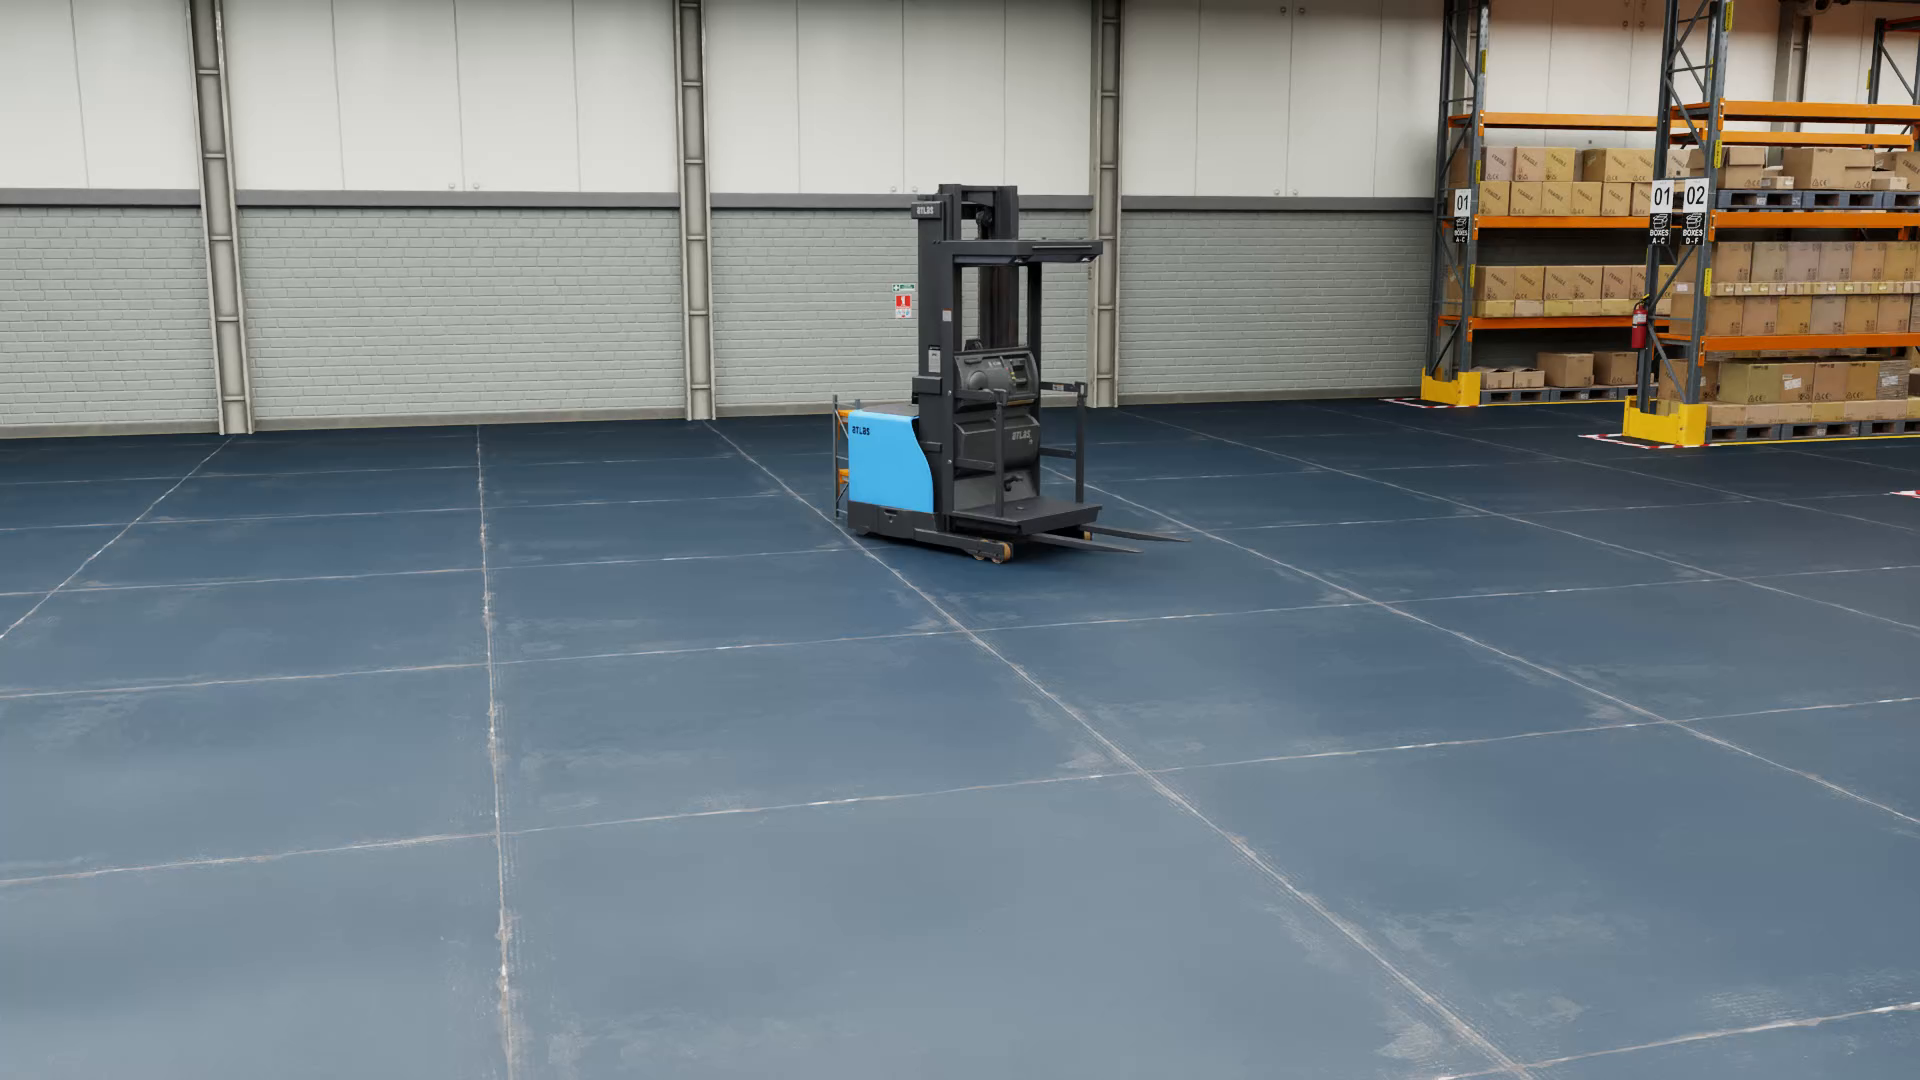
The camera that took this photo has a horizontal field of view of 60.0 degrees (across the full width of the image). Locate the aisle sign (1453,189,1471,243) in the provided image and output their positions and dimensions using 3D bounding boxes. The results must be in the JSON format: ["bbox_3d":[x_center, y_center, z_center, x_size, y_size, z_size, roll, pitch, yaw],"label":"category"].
[{"bbox_3d":[7.472,-4.819,24.756,0.004,0.787,0.394,-3,11,-16],"label":"aisle sign"}]

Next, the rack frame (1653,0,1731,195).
[{"bbox_3d":[8.845,-5.685,20.075,0.127,3.000,1.000,-3,11,-16],"label":"rack frame"}]

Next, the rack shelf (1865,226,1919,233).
[{"bbox_3d":[17.059,-5.223,27.837,4.000,0.370,1.077,-3,11,-16],"label":"rack shelf"}]

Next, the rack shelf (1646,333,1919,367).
[{"bbox_3d":[10.766,-2.482,21.233,4.000,0.370,1.077,-3,11,-16],"label":"rack shelf"}]

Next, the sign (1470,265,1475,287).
[{"bbox_3d":[7.609,-3.927,24.704,0.005,0.325,0.100,-3,11,-16],"label":"sign"}]

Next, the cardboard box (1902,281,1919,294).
[{"bbox_3d":[11.996,-3.229,21.232,0.250,0.149,0.380,-3,11,-18],"label":"cardboard box"}]

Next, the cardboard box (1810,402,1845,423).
[{"bbox_3d":[10.863,-1.653,21.177,0.500,0.250,0.500,-3,11,-16],"label":"cardboard box"}]

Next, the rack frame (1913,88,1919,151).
[{"bbox_3d":[12.686,-5.888,21.174,0.127,3.000,1.000,-3,11,-16],"label":"rack frame"}]

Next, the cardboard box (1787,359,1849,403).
[{"bbox_3d":[10.863,-2.022,21.108,0.500,0.500,0.500,-3,11,-16],"label":"cardboard box"}]

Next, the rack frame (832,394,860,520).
[{"bbox_3d":[-1.009,-0.718,14.839,0.032,1.125,0.500,-6,12,-30],"label":"rack frame"}]

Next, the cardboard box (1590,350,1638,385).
[{"bbox_3d":[10.312,-2.726,26.257,0.500,0.500,0.500,-4,11,-20],"label":"cardboard box"}]

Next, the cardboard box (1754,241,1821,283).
[{"bbox_3d":[10.335,-3.499,20.911,0.500,0.500,0.700,-3,11,-16],"label":"cardboard box"}]

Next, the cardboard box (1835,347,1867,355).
[{"bbox_3d":[14.462,-2.942,27.433,0.500,0.500,0.700,-3,11,-15],"label":"cardboard box"}]

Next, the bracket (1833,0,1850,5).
[{"bbox_3d":[14.146,-8.765,26.863,0.430,0.232,0.235,-3,11,-16],"label":"bracket"}]

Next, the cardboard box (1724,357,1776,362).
[{"bbox_3d":[10.233,-2.090,21.478,0.500,0.500,0.500,-3,11,-16],"label":"cardboard box"}]

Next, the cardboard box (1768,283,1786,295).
[{"bbox_3d":[10.018,-3.124,20.664,0.250,0.149,0.380,-3,11,-17],"label":"cardboard box"}]

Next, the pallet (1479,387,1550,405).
[{"bbox_3d":[8.320,-2.263,25.758,1.213,0.211,1.003,-3,11,-16],"label":"pallet"}]

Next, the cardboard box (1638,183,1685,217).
[{"bbox_3d":[10.879,-5.264,25.739,0.500,0.500,0.500,-3,11,-14],"label":"cardboard box"}]

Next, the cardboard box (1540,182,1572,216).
[{"bbox_3d":[8.871,-5.152,25.128,0.500,0.500,0.500,-2,11,-13],"label":"cardboard box"}]

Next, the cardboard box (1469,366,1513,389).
[{"bbox_3d":[8.147,-2.509,25.603,0.500,0.311,0.500,-4,11,-22],"label":"cardboard box"}]

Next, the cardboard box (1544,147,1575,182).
[{"bbox_3d":[8.880,-5.644,25.040,0.500,0.500,0.500,-3,11,-14],"label":"cardboard box"}]

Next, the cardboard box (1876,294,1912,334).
[{"bbox_3d":[11.757,-2.935,21.429,0.500,0.500,0.700,-3,11,-17],"label":"cardboard box"}]

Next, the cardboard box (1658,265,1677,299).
[{"bbox_3d":[10.930,-4.026,25.916,0.500,0.500,0.500,-3,11,-16],"label":"cardboard box"}]

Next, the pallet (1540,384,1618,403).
[{"bbox_3d":[9.489,-2.324,26.090,1.213,0.211,1.003,-3,11,-16],"label":"pallet"}]

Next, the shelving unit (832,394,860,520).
[{"bbox_3d":[-0.569,-0.764,15.090,1.048,1.125,0.538,-6,12,-30],"label":"shelving unit"}]

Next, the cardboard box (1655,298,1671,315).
[{"bbox_3d":[10.928,-3.658,25.989,0.500,0.250,0.500,-3,11,-16],"label":"cardboard box"}]

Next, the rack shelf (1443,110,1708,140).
[{"bbox_3d":[9.377,-6.292,25.366,4.000,0.370,1.077,-3,11,-16],"label":"rack shelf"}]

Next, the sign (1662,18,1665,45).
[{"bbox_3d":[8.707,-6.279,20.499,0.005,0.325,0.100,-3,11,-16],"label":"sign"}]

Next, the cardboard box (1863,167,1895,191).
[{"bbox_3d":[11.610,-4.637,21.365,0.500,0.311,0.500,-4,11,-19],"label":"cardboard box"}]

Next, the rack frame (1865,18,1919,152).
[{"bbox_3d":[15.138,-6.951,26.950,0.127,3.000,1.000,-3,11,-16],"label":"rack frame"}]

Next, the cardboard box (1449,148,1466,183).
[{"bbox_3d":[7.798,-5.689,25.287,0.500,0.500,0.500,-3,11,-13],"label":"cardboard box"}]

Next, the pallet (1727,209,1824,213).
[{"bbox_3d":[12.915,-5.247,26.497,1.003,0.211,1.213,-3,11,-16],"label":"pallet"}]

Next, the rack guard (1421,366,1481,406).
[{"bbox_3d":[7.530,-2.370,25.542,0.348,0.500,1.175,-3,11,-16],"label":"rack guard"}]

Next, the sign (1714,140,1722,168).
[{"bbox_3d":[8.995,-4.582,19.734,0.005,0.325,0.100,-3,11,-16],"label":"sign"}]

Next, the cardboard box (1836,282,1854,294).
[{"bbox_3d":[11.011,-3.177,20.949,0.250,0.149,0.380,-3,11,-14],"label":"cardboard box"}]

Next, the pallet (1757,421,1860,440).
[{"bbox_3d":[10.737,-1.471,21.452,1.213,0.211,1.003,-3,11,-16],"label":"pallet"}]

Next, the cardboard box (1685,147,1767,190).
[{"bbox_3d":[9.398,-4.565,20.440,0.637,0.503,0.797,-2,11,-12],"label":"cardboard box"}]

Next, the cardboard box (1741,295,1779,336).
[{"bbox_3d":[9.800,-2.833,20.874,0.500,0.500,0.700,-3,11,-14],"label":"cardboard box"}]

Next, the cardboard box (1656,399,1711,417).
[{"bbox_3d":[9.278,-1.668,21.255,0.500,0.250,0.500,-3,11,-16],"label":"cardboard box"}]

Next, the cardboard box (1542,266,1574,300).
[{"bbox_3d":[8.975,-3.921,25.348,0.500,0.500,0.500,-3,11,-18],"label":"cardboard box"}]

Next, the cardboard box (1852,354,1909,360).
[{"bbox_3d":[12.153,-2.191,22.029,0.500,0.500,0.500,-3,11,-16],"label":"cardboard box"}]

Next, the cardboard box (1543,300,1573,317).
[{"bbox_3d":[9.000,-3.555,25.431,0.500,0.250,0.500,-3,11,-17],"label":"cardboard box"}]

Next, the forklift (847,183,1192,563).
[{"bbox_3d":[0.455,-1.364,13.360,3.031,2.935,1.130,10,14,42],"label":"forklift"}]

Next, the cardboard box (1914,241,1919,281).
[{"bbox_3d":[12.262,-3.601,21.463,0.500,0.500,0.700,-3,11,-16],"label":"cardboard box"}]

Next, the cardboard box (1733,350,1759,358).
[{"bbox_3d":[12.482,-2.860,26.988,0.500,0.500,0.700,-3,11,-17],"label":"cardboard box"}]

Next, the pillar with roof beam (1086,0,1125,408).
[{"bbox_3d":[3.330,-5.680,20.046,0.400,9.000,9.100,-3,11,-16],"label":"pillar with roof beam"}]
